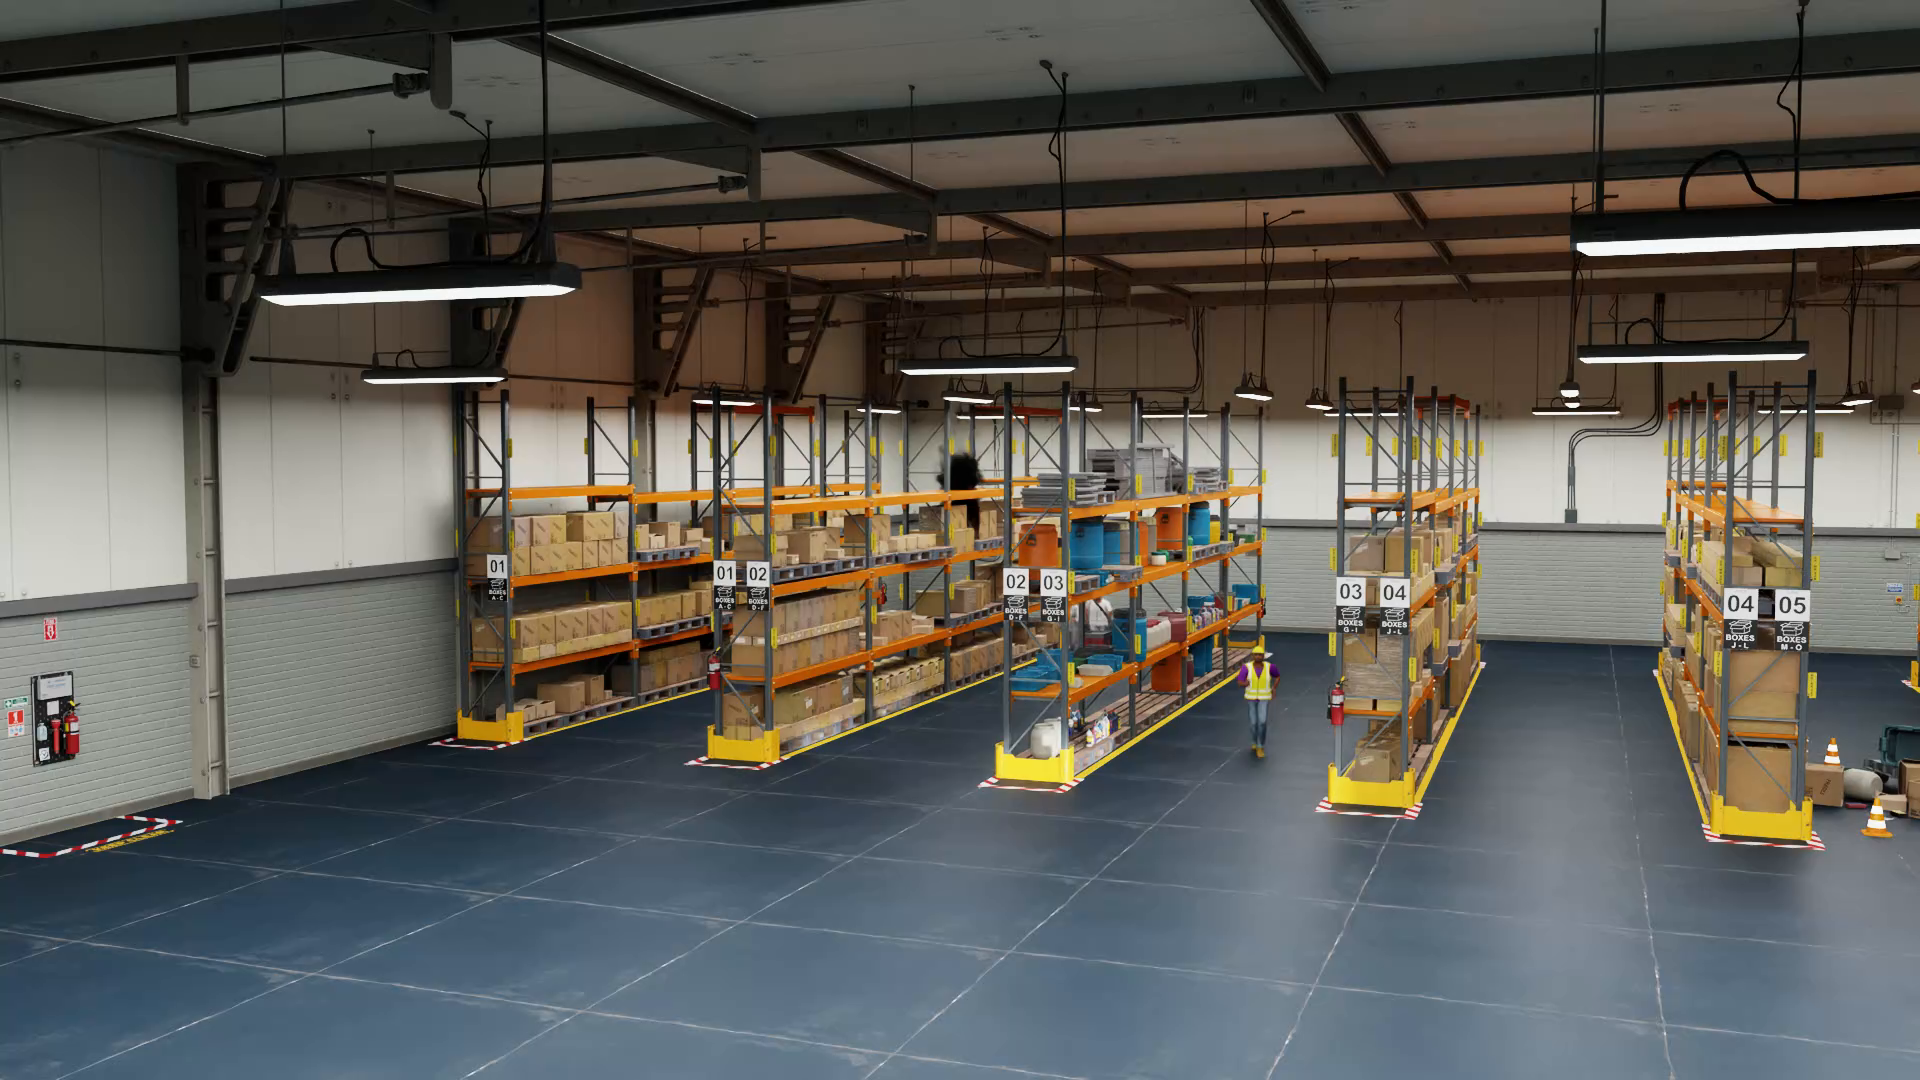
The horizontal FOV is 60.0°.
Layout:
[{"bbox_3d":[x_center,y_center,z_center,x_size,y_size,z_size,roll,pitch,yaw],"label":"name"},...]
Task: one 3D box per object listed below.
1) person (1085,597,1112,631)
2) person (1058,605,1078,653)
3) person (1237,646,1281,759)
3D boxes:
[{"bbox_3d":[3.261,1.984,39.295,0.684,1.727,0.773,1,3,12],"label":"person"},{"bbox_3d":[2.325,1.962,35.598,0.505,1.642,0.654,0,3,8],"label":"person"},{"bbox_3d":[4.859,2.634,27.098,0.687,1.815,0.719,1,3,14],"label":"person"}]
